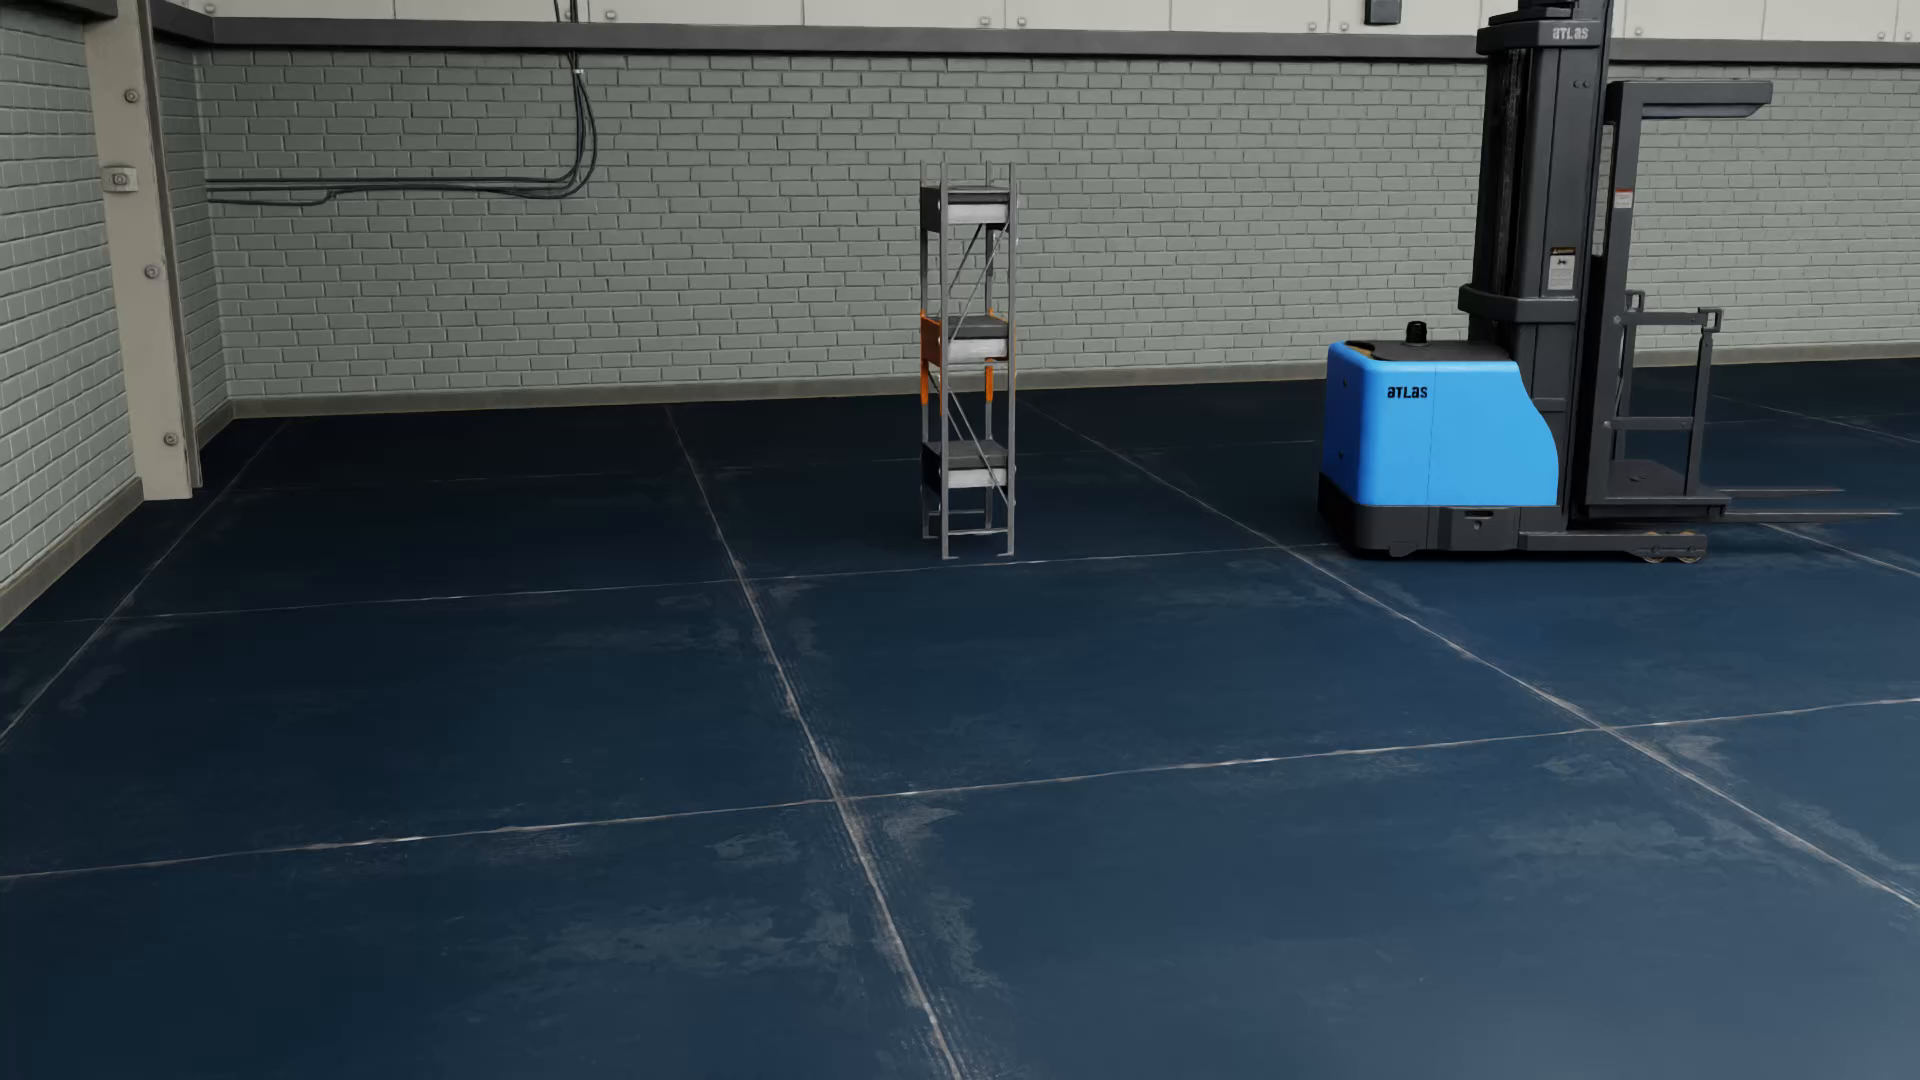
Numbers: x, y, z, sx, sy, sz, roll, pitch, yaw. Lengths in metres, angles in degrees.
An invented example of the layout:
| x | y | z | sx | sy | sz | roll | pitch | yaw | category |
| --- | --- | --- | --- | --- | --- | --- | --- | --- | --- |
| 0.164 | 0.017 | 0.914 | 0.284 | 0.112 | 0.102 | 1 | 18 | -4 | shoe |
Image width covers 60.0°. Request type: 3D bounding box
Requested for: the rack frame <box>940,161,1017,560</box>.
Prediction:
| x | y | z | sx | sy | sz | roll | pitch | yaw | category |
| --- | --- | --- | --- | --- | --- | --- | --- | --- | --- |
| 0.096 | -0.926 | 8.791 | 0.400 | 2.100 | 0.015 | -3 | 14 | -13 | rack frame |

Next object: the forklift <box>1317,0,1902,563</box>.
| x | y | z | sx | sy | sz | roll | pitch | yaw | category |
| --- | --- | --- | --- | --- | --- | --- | --- | --- | --- |
| 3.630 | -1.428 | 9.095 | 3.031 | 2.935 | 1.130 | 0 | 14 | 0 | forklift |

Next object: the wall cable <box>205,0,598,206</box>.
| x | y | z | sx | sy | sz | roll | pitch | yaw | category |
| --- | --- | --- | --- | --- | --- | --- | --- | --- | --- |
| -4.463 | -3.917 | 13.043 | 3.097 | 2.526 | 0.112 | -3 | 14 | -13 | wall cable |

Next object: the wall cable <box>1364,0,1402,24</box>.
| x | y | z | sx | sy | sz | roll | pitch | yaw | category |
| --- | --- | --- | --- | --- | --- | --- | --- | --- | --- |
| 4.769 | -7.603 | 14.422 | 2.305 | 6.003 | 0.169 | -3 | 14 | -13 | wall cable |

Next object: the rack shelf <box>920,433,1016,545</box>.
| x | y | z | sx | sy | sz | roll | pitch | yaw | category |
| --- | --- | --- | --- | --- | --- | --- | --- | --- | --- |
| 0.039 | -0.289 | 9.191 | 0.431 | 0.518 | 0.480 | -3 | 14 | -13 | rack shelf |

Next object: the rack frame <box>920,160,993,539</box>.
| x | y | z | sx | sy | sz | roll | pitch | yaw | category |
| --- | --- | --- | --- | --- | --- | --- | --- | --- | --- |
| -0.018 | -1.038 | 9.252 | 0.400 | 2.100 | 0.015 | -3 | 14 | -13 | rack frame |

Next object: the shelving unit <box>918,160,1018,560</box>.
| x | y | z | sx | sy | sz | roll | pitch | yaw | category |
| --- | --- | --- | --- | --- | --- | --- | --- | --- | --- |
| 0.039 | -0.982 | 9.022 | 0.431 | 2.100 | 0.503 | -3 | 14 | -13 | shelving unit |

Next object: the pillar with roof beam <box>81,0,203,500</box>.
| x | y | z | sx | sy | sz | roll | pitch | yaw | category |
| --- | --- | --- | --- | --- | --- | --- | --- | --- | --- |
| -0.872 | -4.912 | 10.573 | 9.100 | 9.000 | 0.400 | -3 | 14 | -13 | pillar with roof beam |

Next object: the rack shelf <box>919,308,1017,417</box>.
| x | y | z | sx | sy | sz | roll | pitch | yaw | category |
| --- | --- | --- | --- | --- | --- | --- | --- | --- | --- |
| 0.039 | -0.969 | 9.025 | 0.431 | 0.518 | 0.480 | -3 | 14 | -13 | rack shelf |

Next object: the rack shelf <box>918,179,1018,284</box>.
| x | y | z | sx | sy | sz | roll | pitch | yaw | category |
| --- | --- | --- | --- | --- | --- | --- | --- | --- | --- |
| 0.039 | -1.649 | 8.859 | 0.431 | 0.518 | 0.480 | -3 | 14 | -13 | rack shelf |
